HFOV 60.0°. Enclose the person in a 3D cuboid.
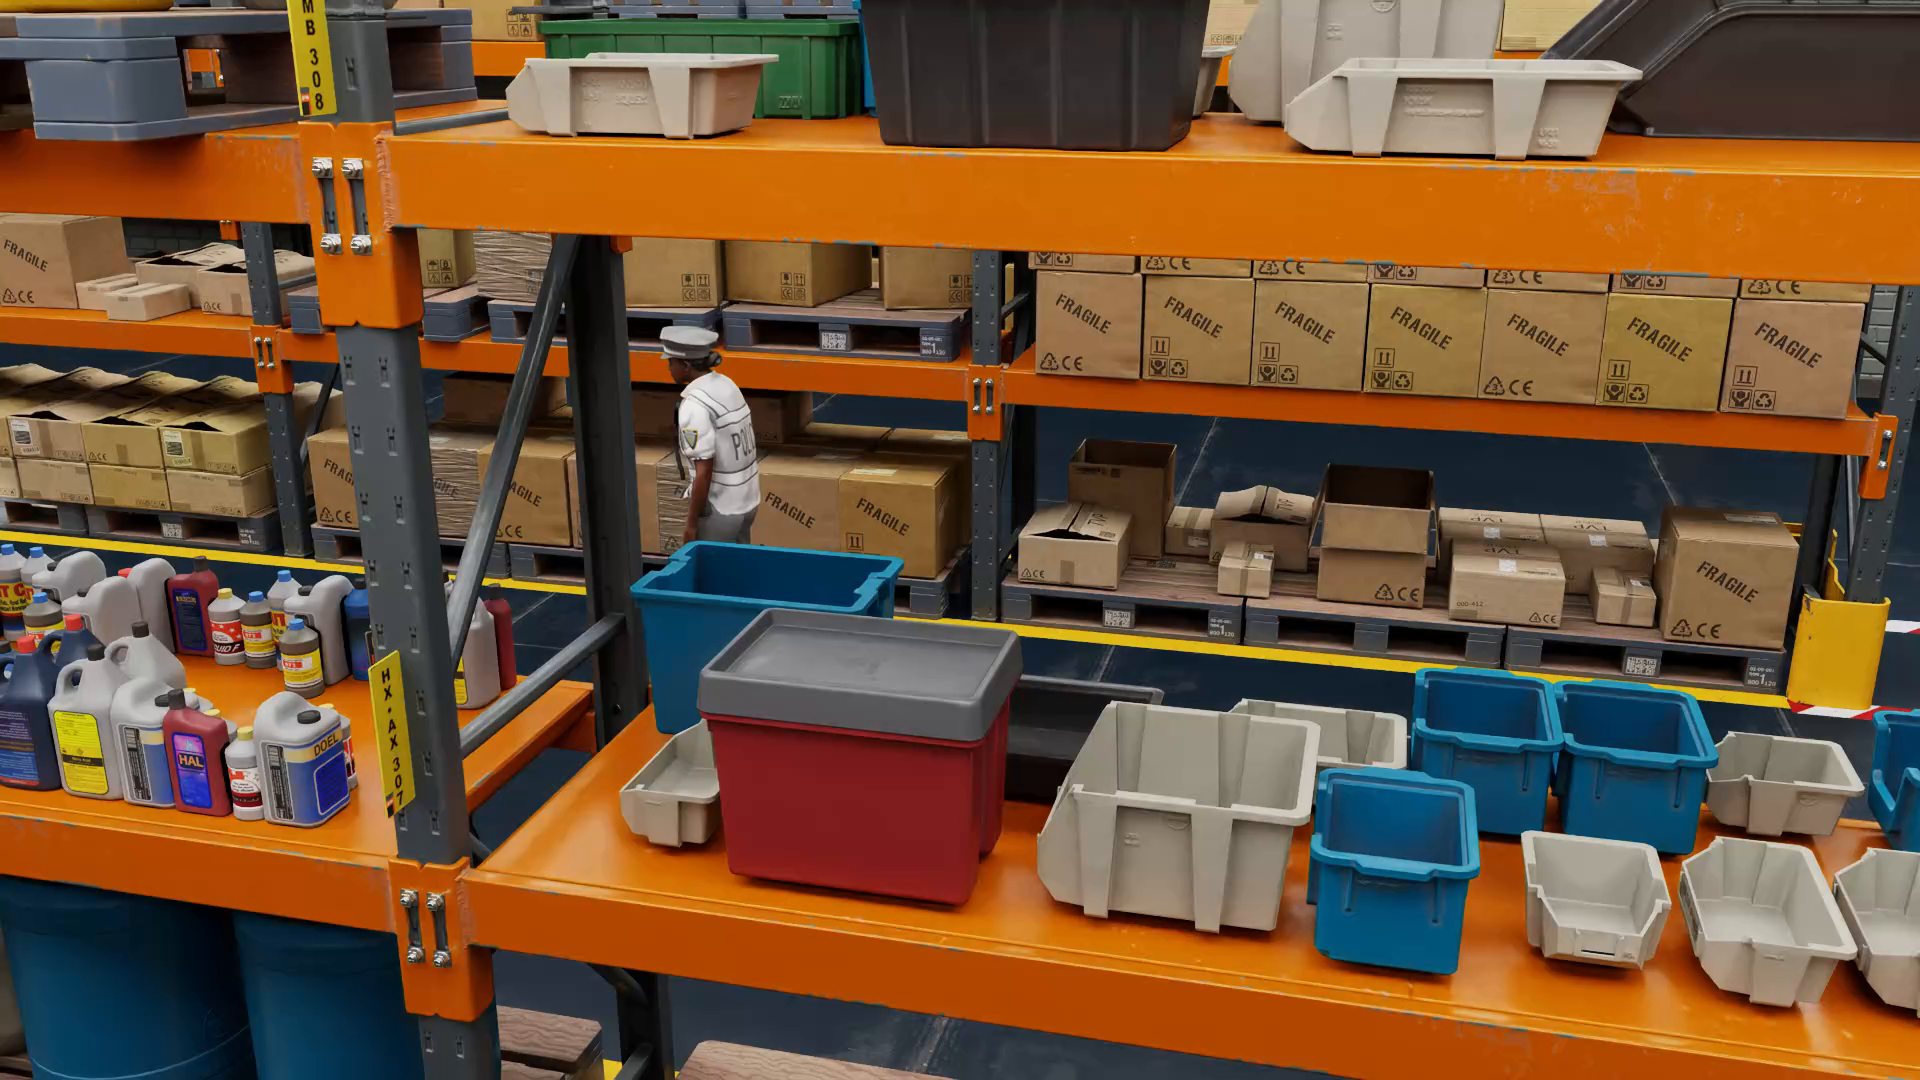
[{"bbox_3d":[-1.104,-0.134,7.465,0.399,1.657,0.512,4,19,13],"label":"person"}]
